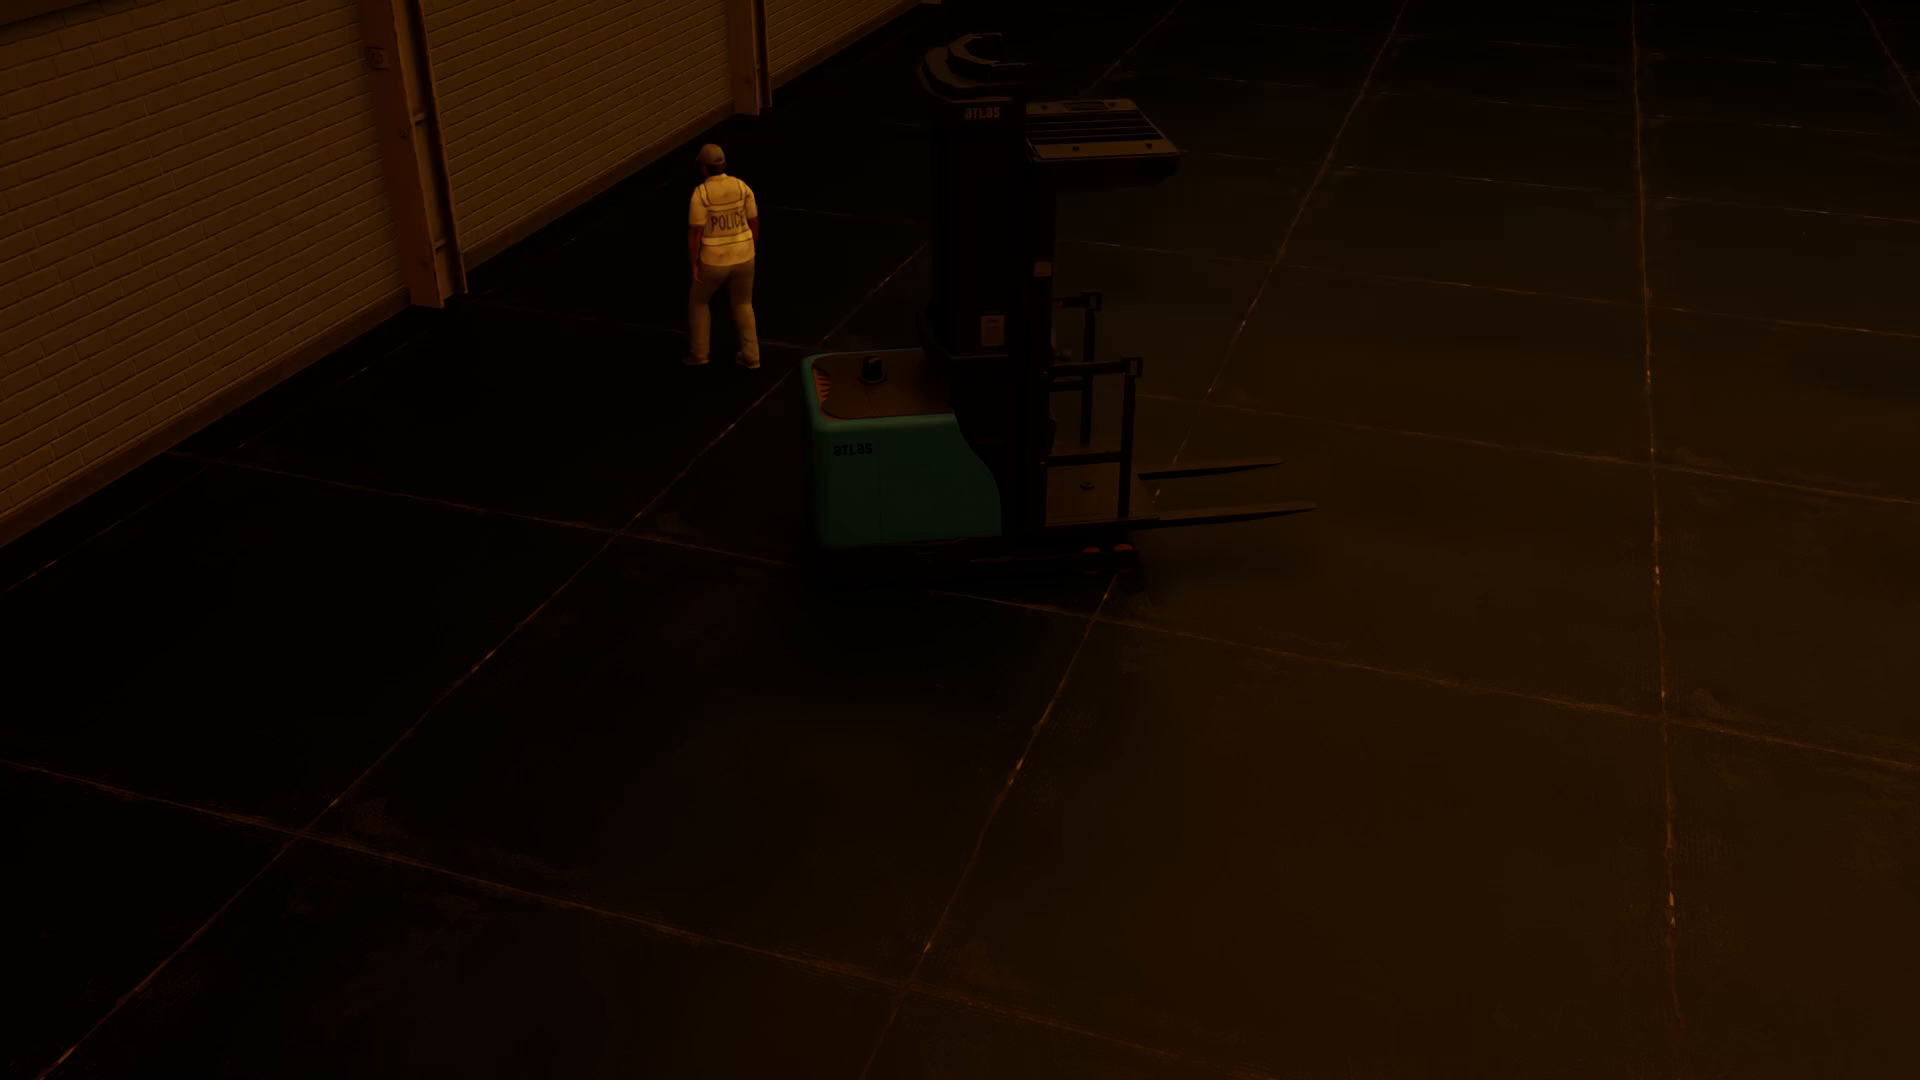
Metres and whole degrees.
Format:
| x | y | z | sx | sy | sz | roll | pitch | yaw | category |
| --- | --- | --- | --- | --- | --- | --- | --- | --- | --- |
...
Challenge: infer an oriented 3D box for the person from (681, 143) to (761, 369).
| x | y | z | sx | sy | sz | roll | pitch | yaw | category |
| --- | --- | --- | --- | --- | --- | --- | --- | --- | --- |
| -1.741 | -2.026 | 12.033 | 0.590 | 1.698 | 0.513 | -16 | 33 | -26 | person |

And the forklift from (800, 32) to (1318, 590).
| x | y | z | sx | sy | sz | roll | pitch | yaw | category |
| --- | --- | --- | --- | --- | --- | --- | --- | --- | --- |
| 0.603 | -1.321 | 9.453 | 3.031 | 2.935 | 1.130 | -5 | 30 | -8 | forklift |
